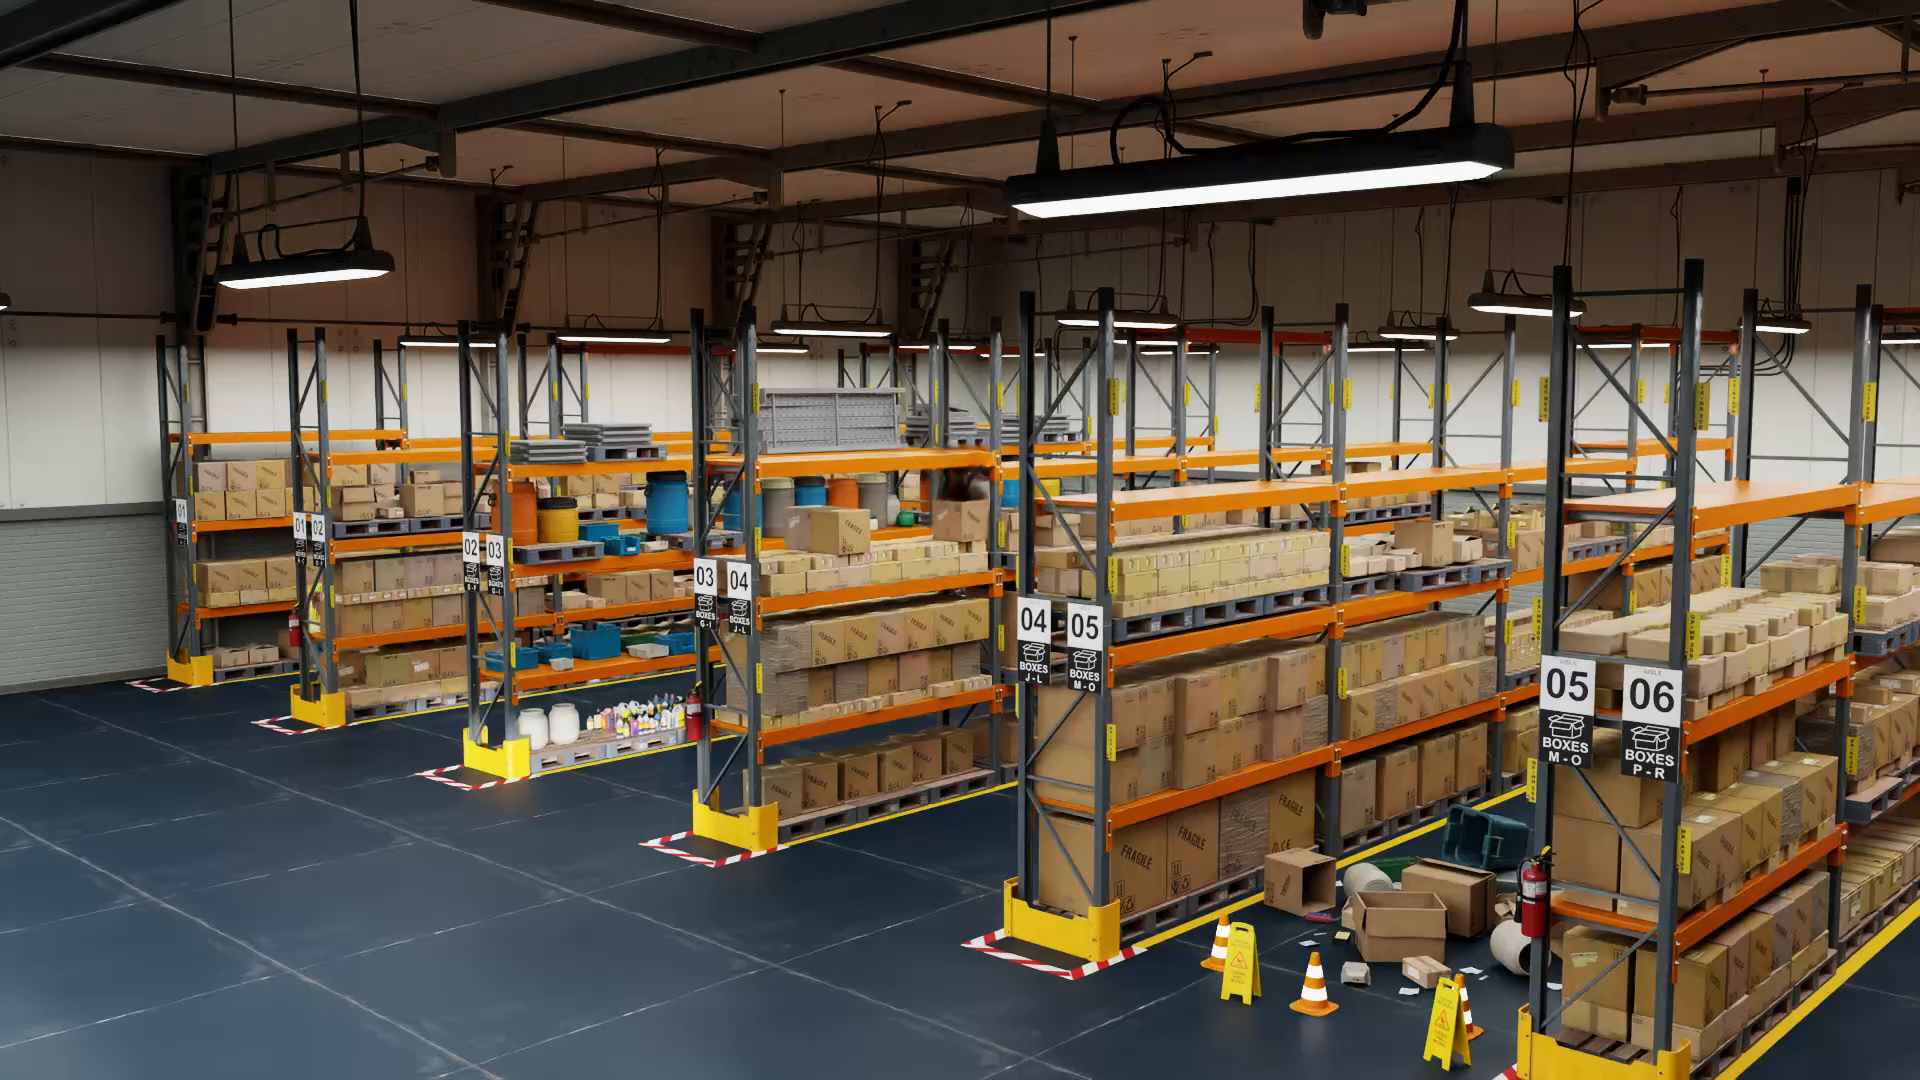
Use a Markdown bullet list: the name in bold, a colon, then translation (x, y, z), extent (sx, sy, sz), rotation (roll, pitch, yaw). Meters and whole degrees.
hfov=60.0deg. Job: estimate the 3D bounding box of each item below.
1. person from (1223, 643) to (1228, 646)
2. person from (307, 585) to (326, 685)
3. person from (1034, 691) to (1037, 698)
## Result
- **person**: translation (3.677, 2.182, 22.785), extent (0.517, 1.673, 0.369), rotation (-5, 7, -42)
- **person**: translation (-10.968, 1.638, 28.378), extent (0.582, 1.755, 0.628), rotation (-1, 5, -11)
- **person**: translation (1.356, 1.764, 27.424), extent (0.527, 1.633, 0.880), rotation (3, 6, 32)
